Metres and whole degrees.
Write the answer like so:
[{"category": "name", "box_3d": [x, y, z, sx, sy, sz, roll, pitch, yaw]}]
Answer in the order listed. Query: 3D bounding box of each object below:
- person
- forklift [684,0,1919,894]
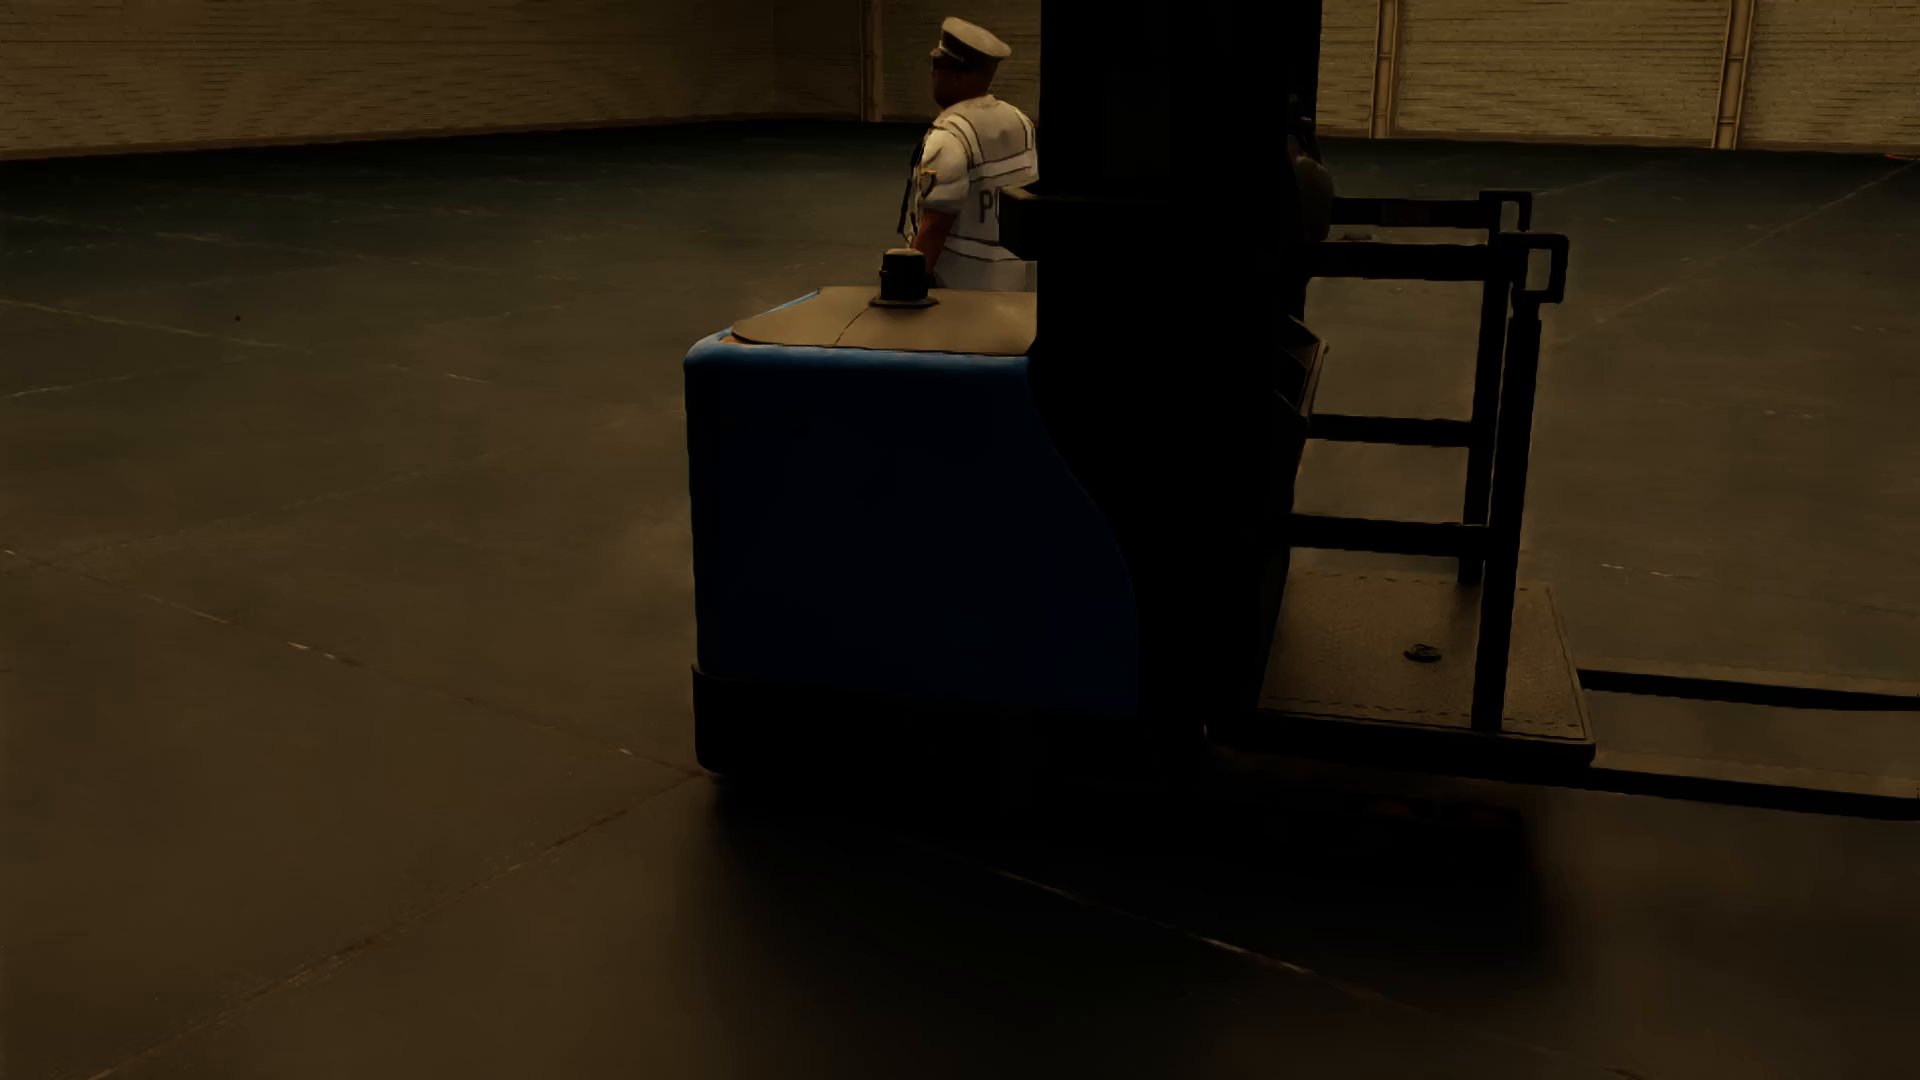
[{"category": "person", "box_3d": [-0.057, -0.875, 5.743, 0.574, 1.778, 0.640, 11, 20, 33]}, {"category": "forklift", "box_3d": [0.947, -0.834, 3.621, 3.031, 2.935, 1.130, 4, 17, 14]}]
